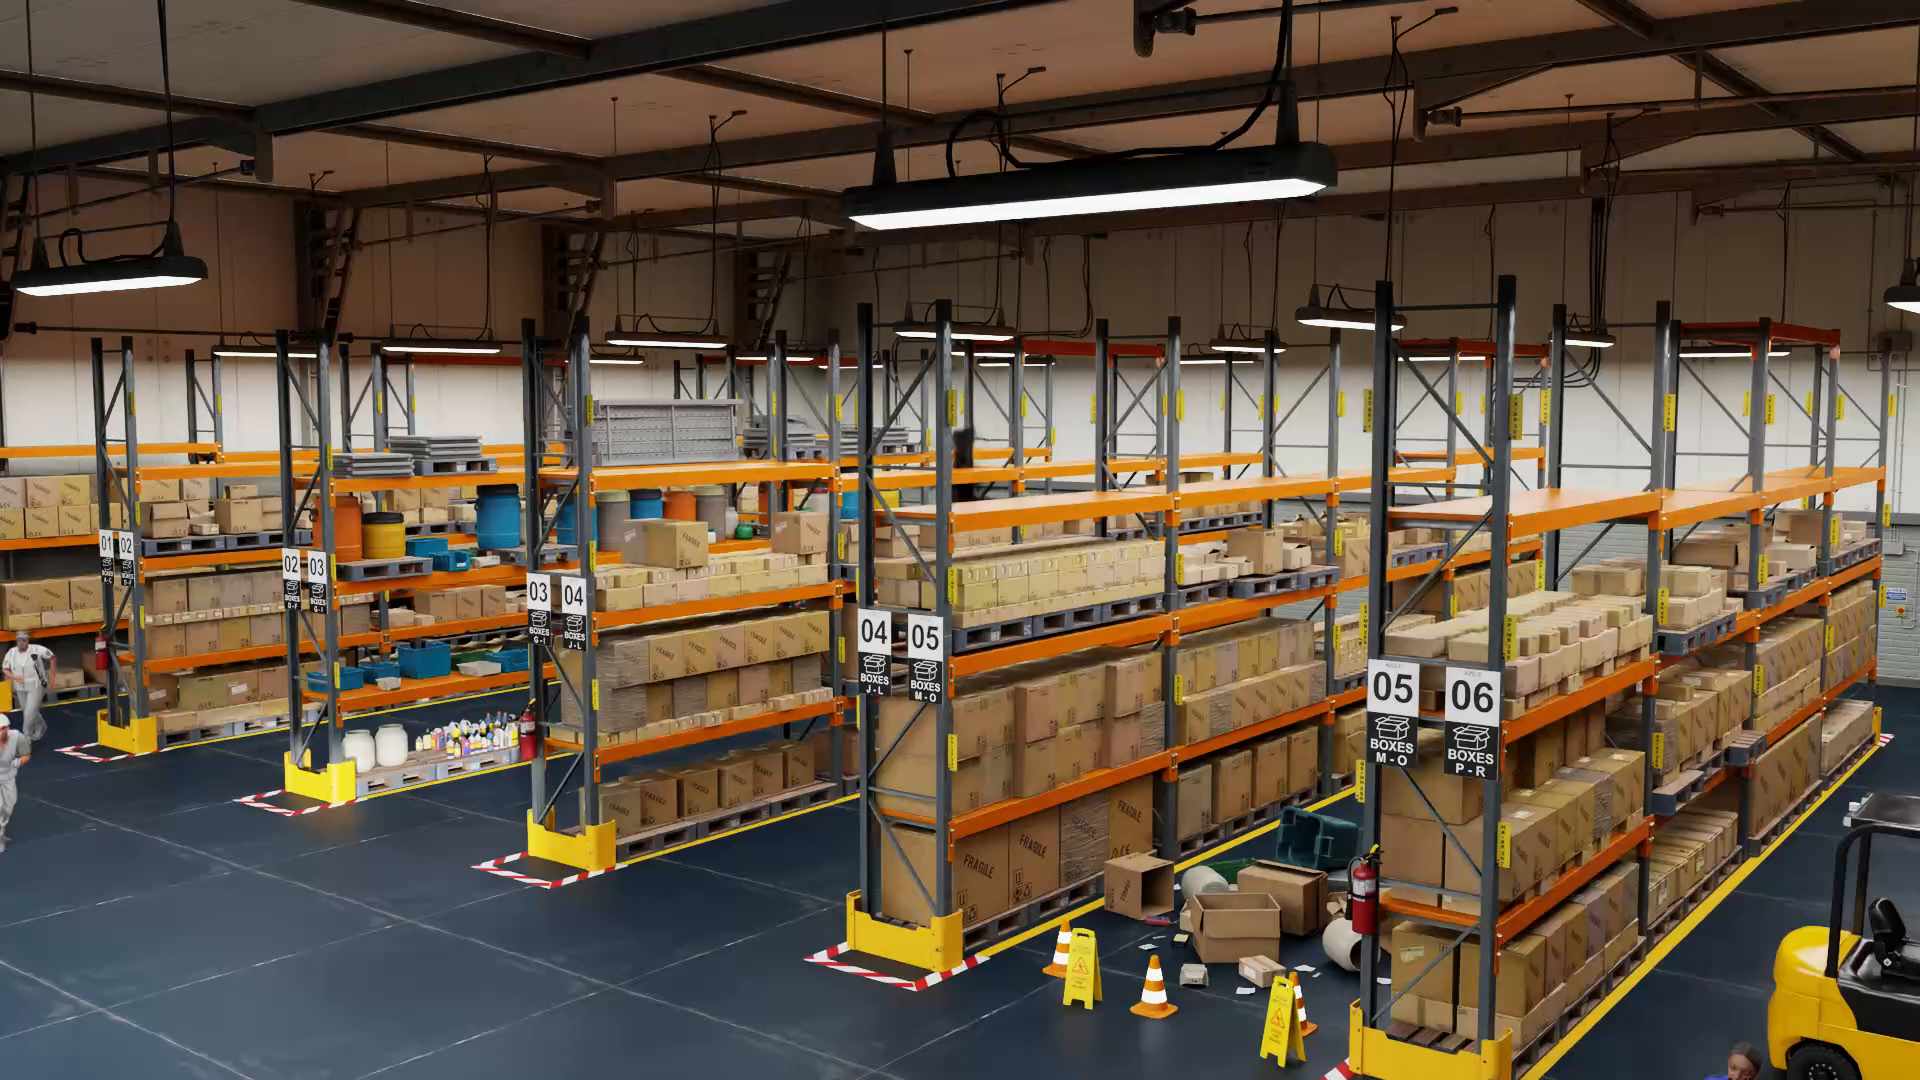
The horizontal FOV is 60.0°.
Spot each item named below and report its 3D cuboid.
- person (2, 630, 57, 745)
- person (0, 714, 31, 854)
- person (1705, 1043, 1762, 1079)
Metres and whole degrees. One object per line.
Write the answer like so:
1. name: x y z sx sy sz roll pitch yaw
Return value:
1. person: -13.699 2.174 24.566 0.647 1.780 0.813 0 5 -2
2. person: -10.865 2.725 18.712 0.710 1.646 0.966 -4 6 -37
3. person: 4.368 3.555 9.419 0.671 1.583 0.613 4 7 40
